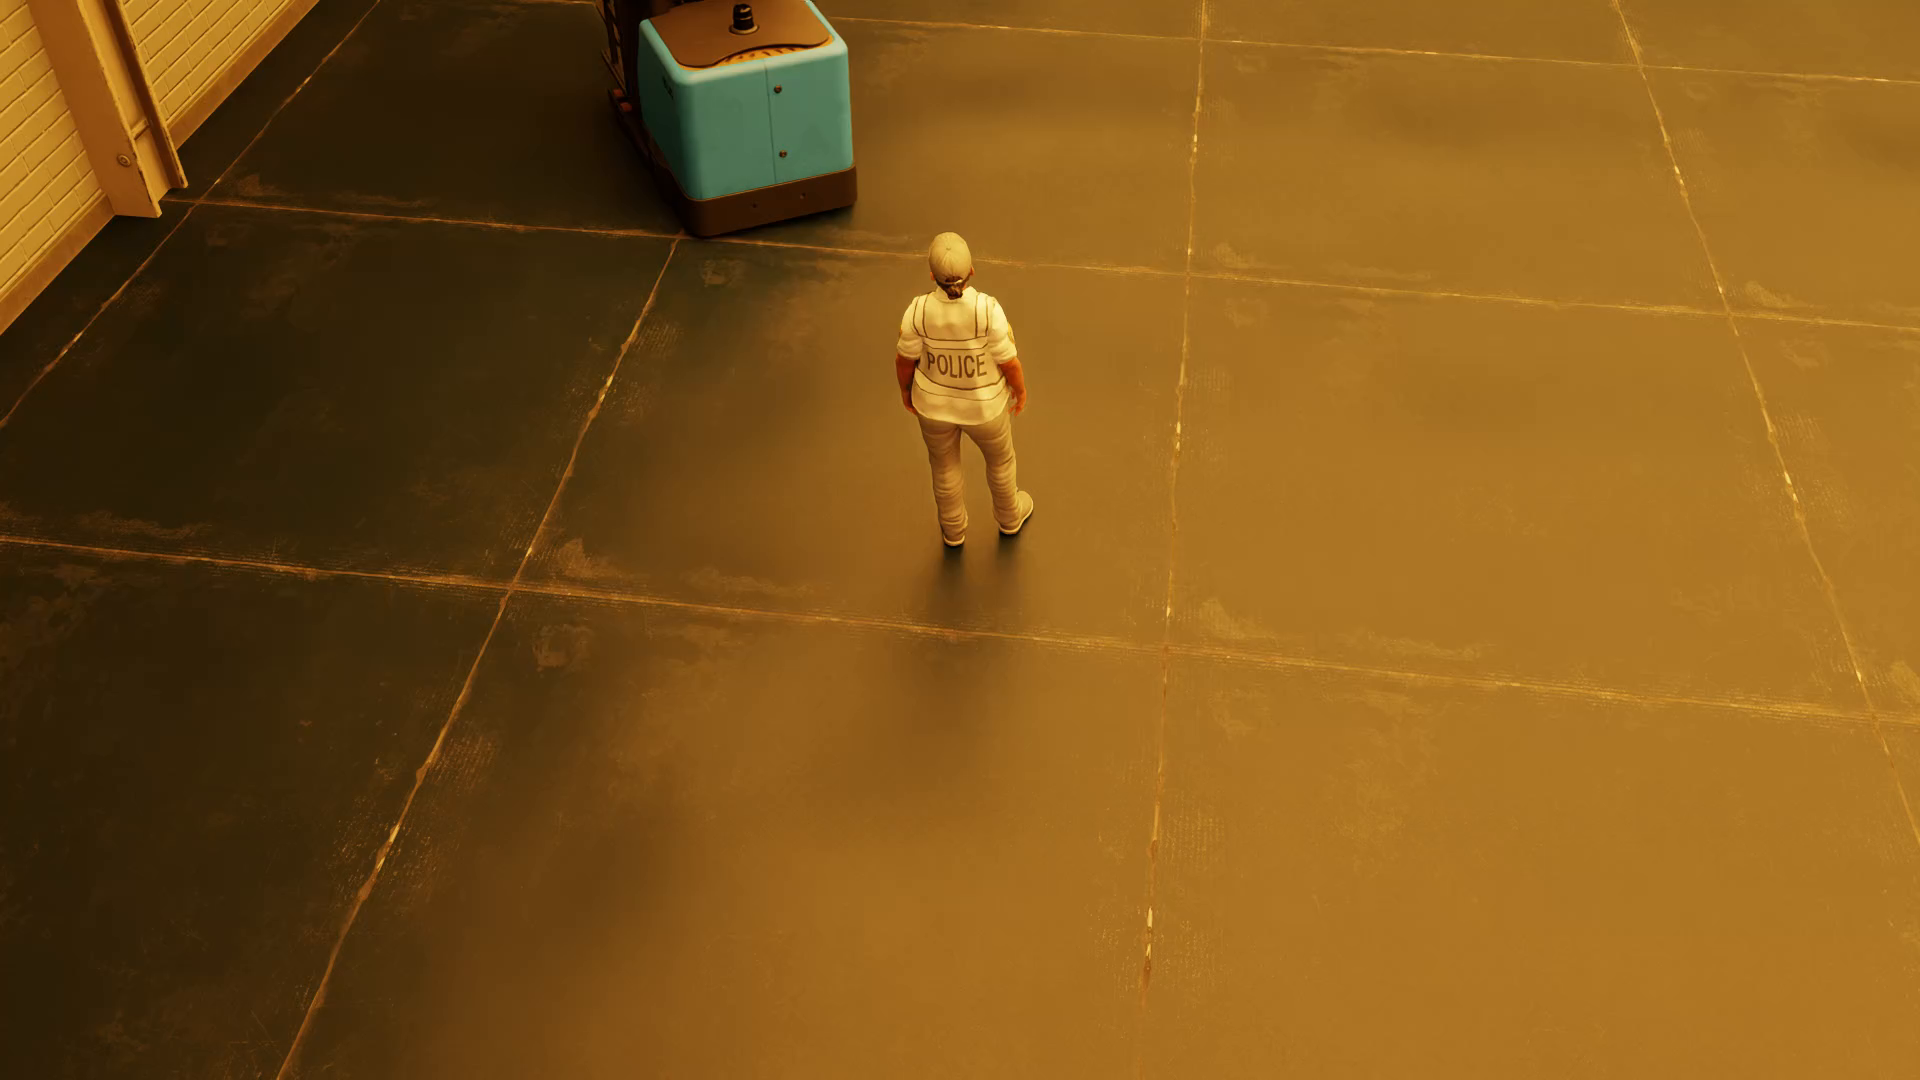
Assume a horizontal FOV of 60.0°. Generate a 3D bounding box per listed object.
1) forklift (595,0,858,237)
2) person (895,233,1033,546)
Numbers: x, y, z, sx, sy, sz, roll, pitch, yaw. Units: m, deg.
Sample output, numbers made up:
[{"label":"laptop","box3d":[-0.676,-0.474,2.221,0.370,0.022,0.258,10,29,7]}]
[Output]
[{"label":"forklift","box3d":[-1.660,-3.857,9.922,1.130,2.935,3.031,-16,45,-17]},{"label":"person","box3d":[0.033,-0.669,7.375,0.598,1.670,0.529,5,43,6]}]
